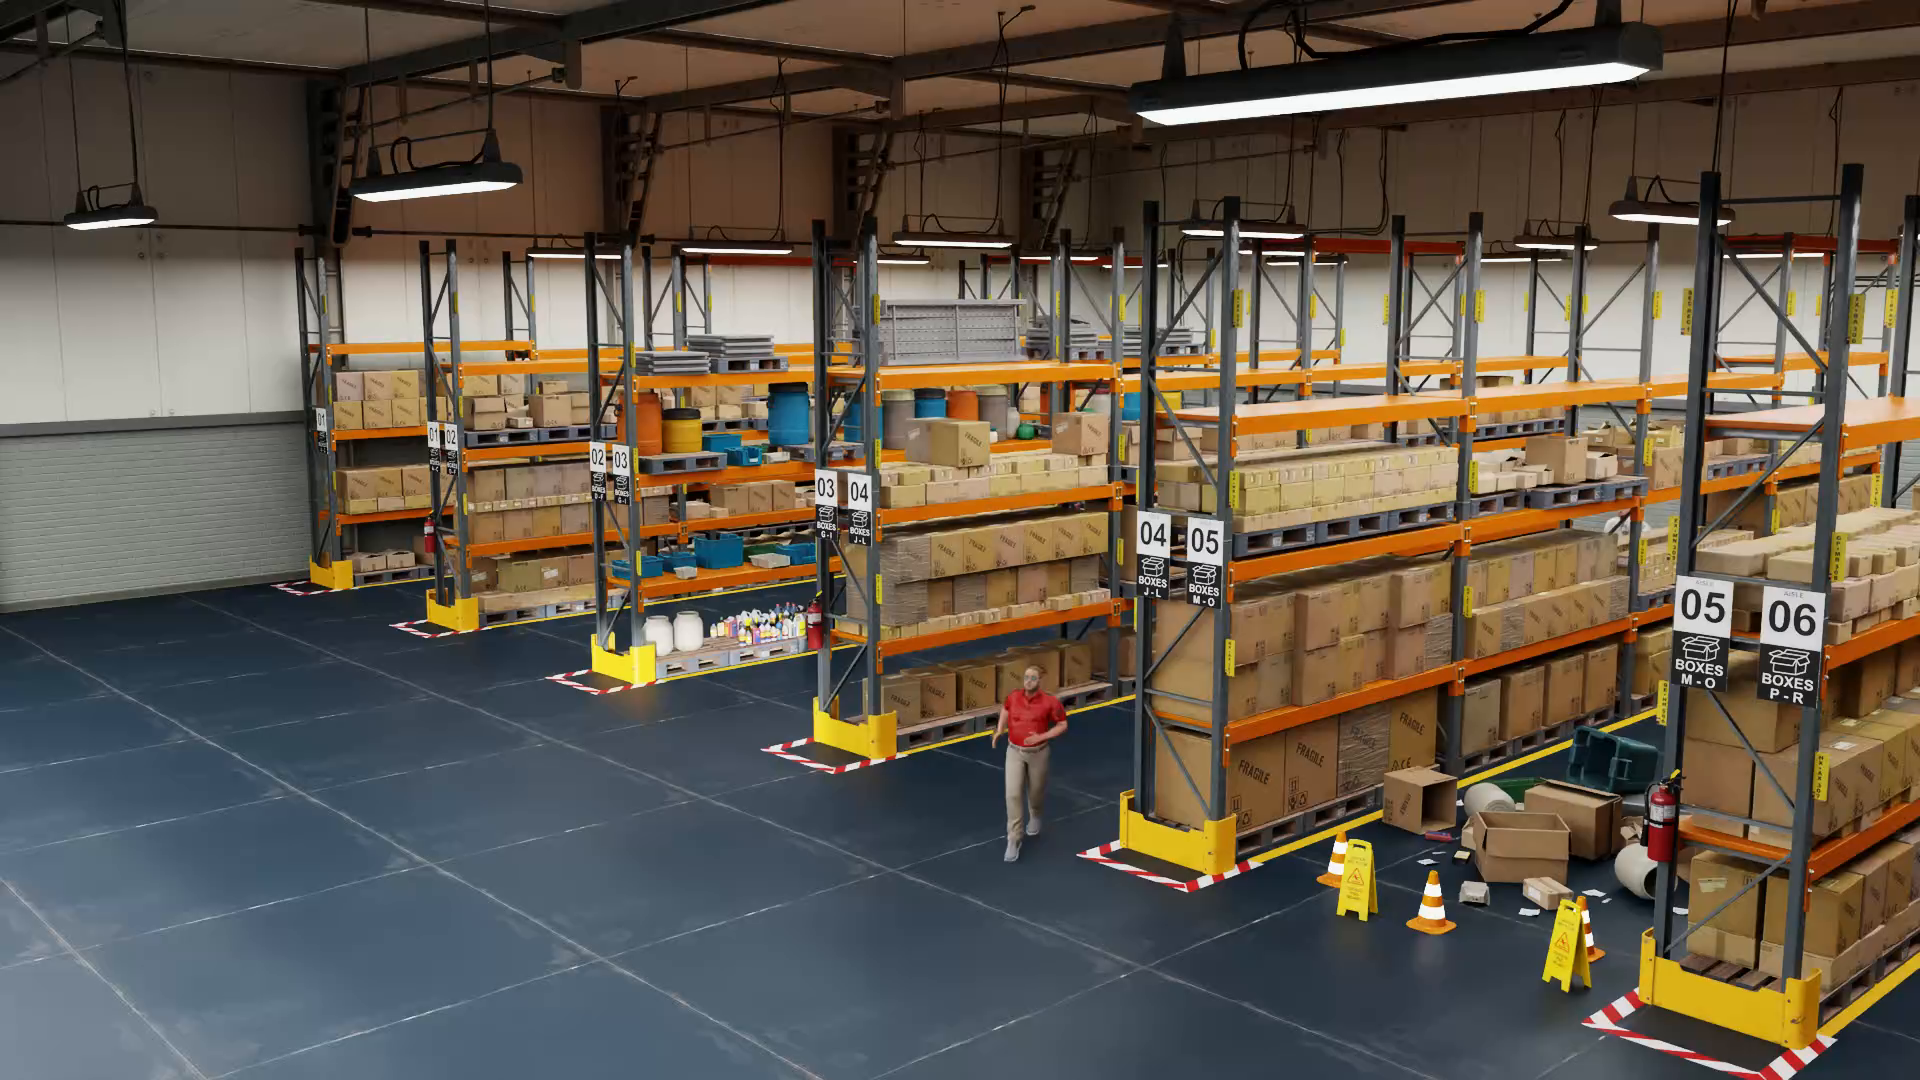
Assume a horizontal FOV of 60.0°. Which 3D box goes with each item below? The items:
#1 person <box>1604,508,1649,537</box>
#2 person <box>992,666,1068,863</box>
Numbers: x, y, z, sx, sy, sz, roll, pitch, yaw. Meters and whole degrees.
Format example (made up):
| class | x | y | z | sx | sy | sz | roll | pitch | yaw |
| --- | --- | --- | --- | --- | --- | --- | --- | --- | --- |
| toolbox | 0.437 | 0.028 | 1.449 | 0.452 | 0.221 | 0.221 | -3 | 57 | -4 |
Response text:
| class | x | y | z | sx | sy | sz | roll | pitch | yaw |
| --- | --- | --- | --- | --- | --- | --- | --- | --- | --- |
| person | 11.277 | 0.243 | 28.147 | 0.756 | 1.605 | 0.561 | 4 | 9 | 26 |
| person | 0.654 | 2.049 | 15.597 | 0.718 | 1.756 | 0.941 | 2 | 9 | 12 |
